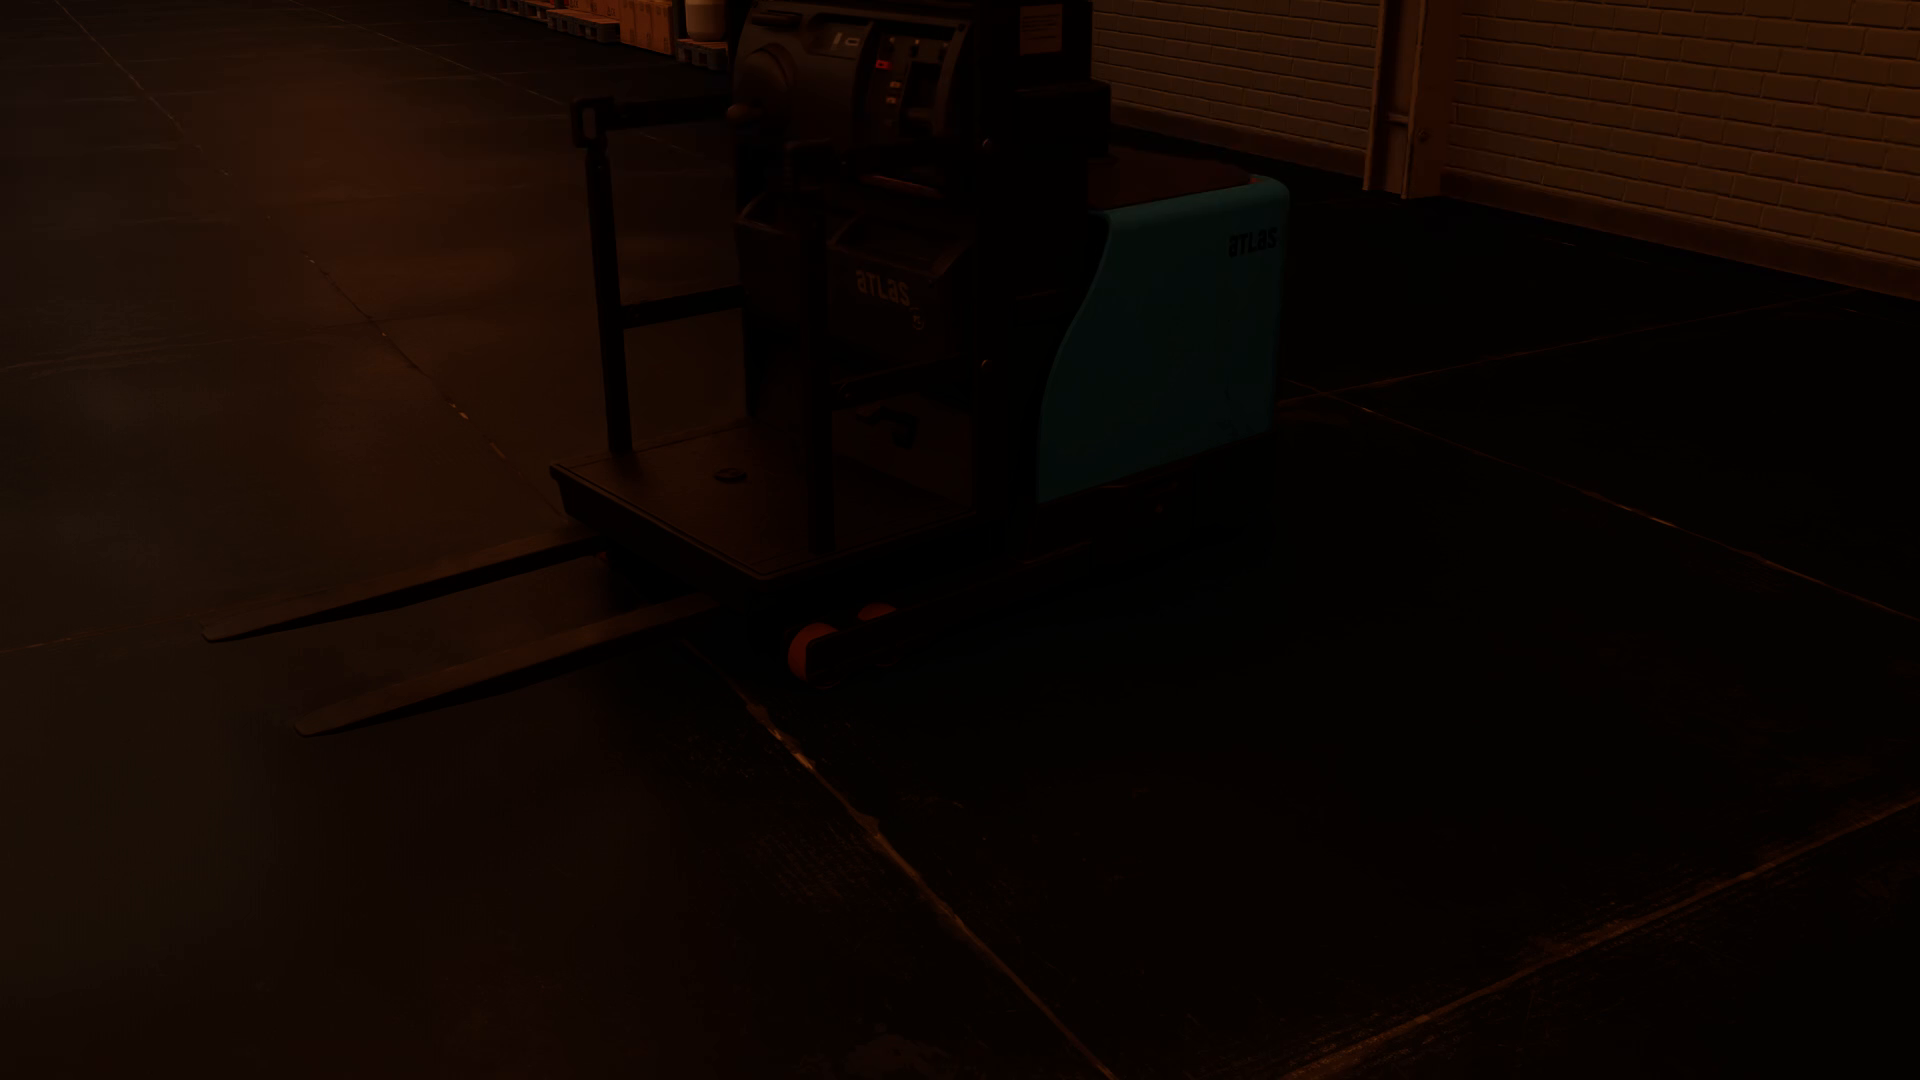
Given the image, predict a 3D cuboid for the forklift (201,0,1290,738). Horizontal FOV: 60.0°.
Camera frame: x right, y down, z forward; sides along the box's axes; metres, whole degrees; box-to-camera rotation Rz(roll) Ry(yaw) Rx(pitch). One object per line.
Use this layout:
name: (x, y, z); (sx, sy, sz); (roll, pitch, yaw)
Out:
forklift: (-0.460, -1.202, 4.203); (3.031, 2.935, 1.130); (-18, 28, -37)
